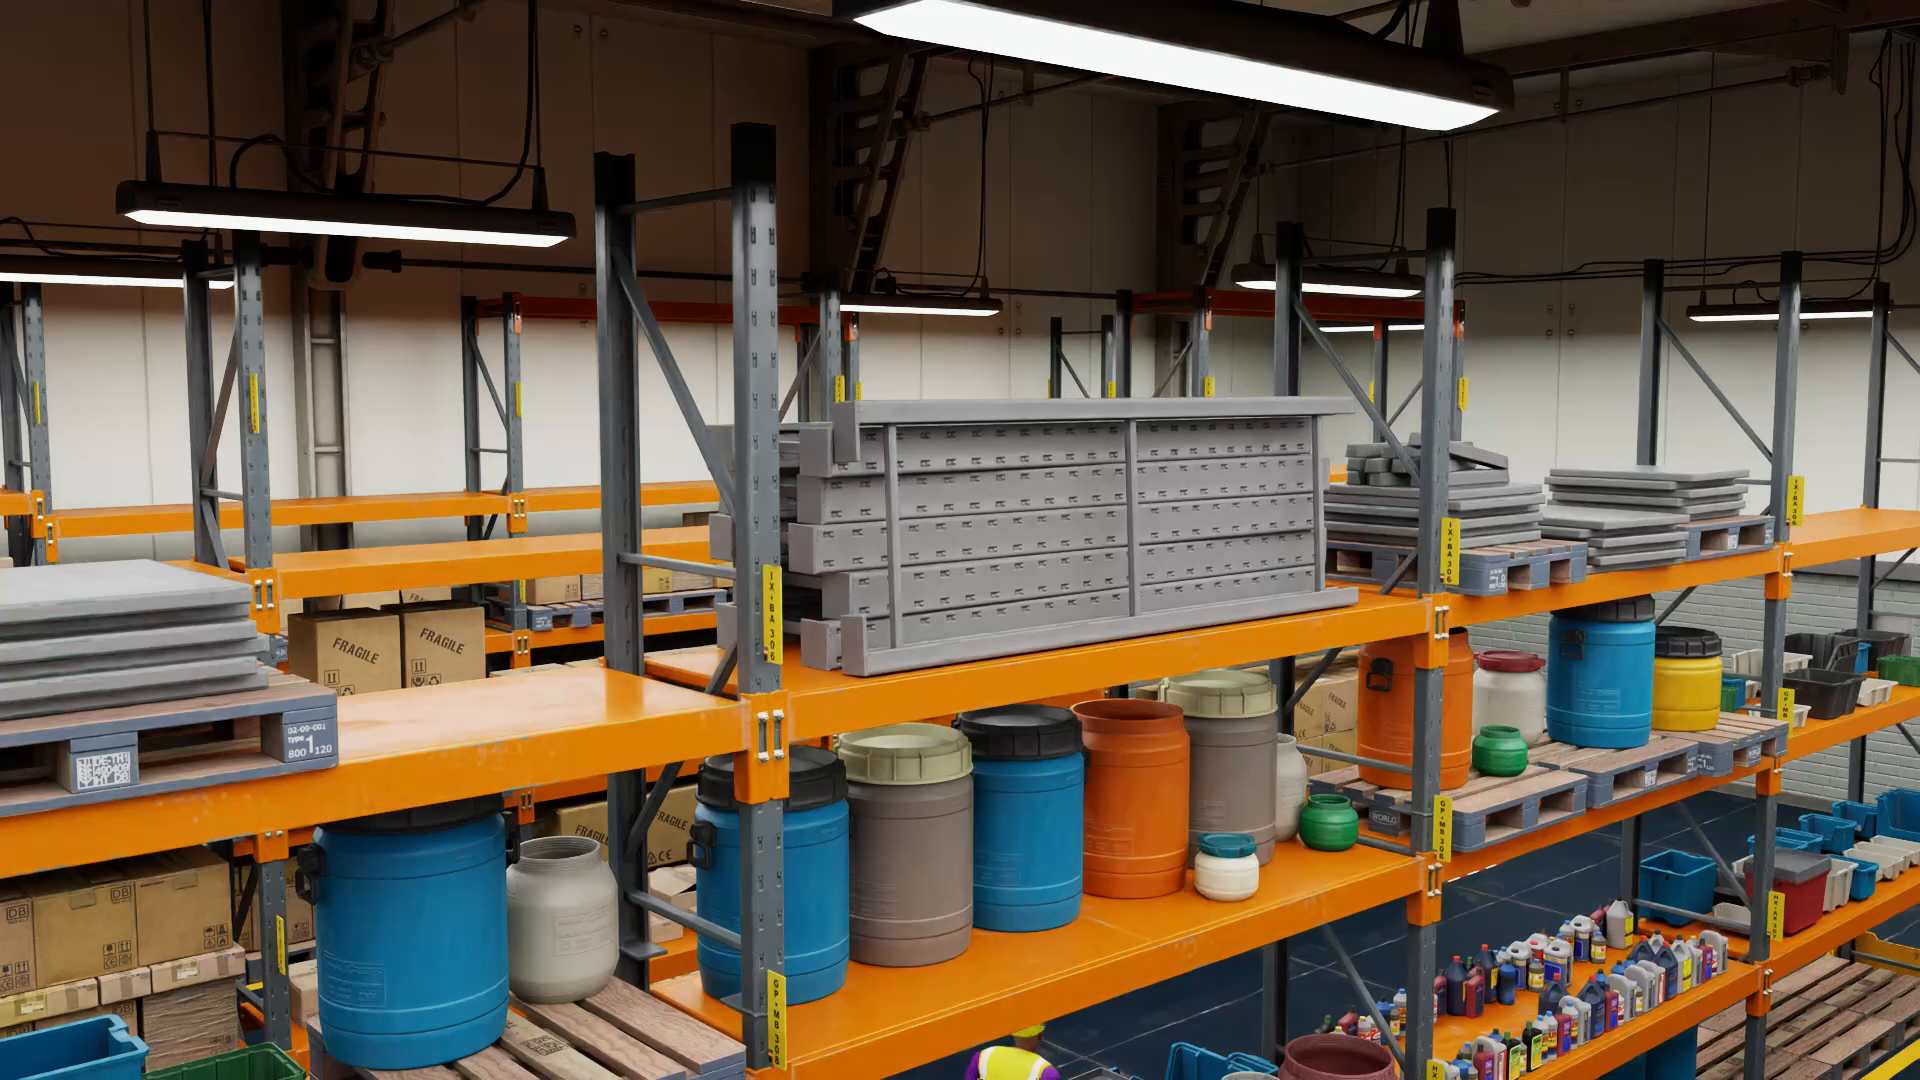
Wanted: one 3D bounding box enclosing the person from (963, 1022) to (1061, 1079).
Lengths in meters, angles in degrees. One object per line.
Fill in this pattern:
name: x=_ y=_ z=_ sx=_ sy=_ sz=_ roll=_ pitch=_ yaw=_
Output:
person: x=0.250 y=3.462 z=9.224 sx=0.723 sy=1.684 sz=0.791 roll=4 pitch=7 yaw=35
